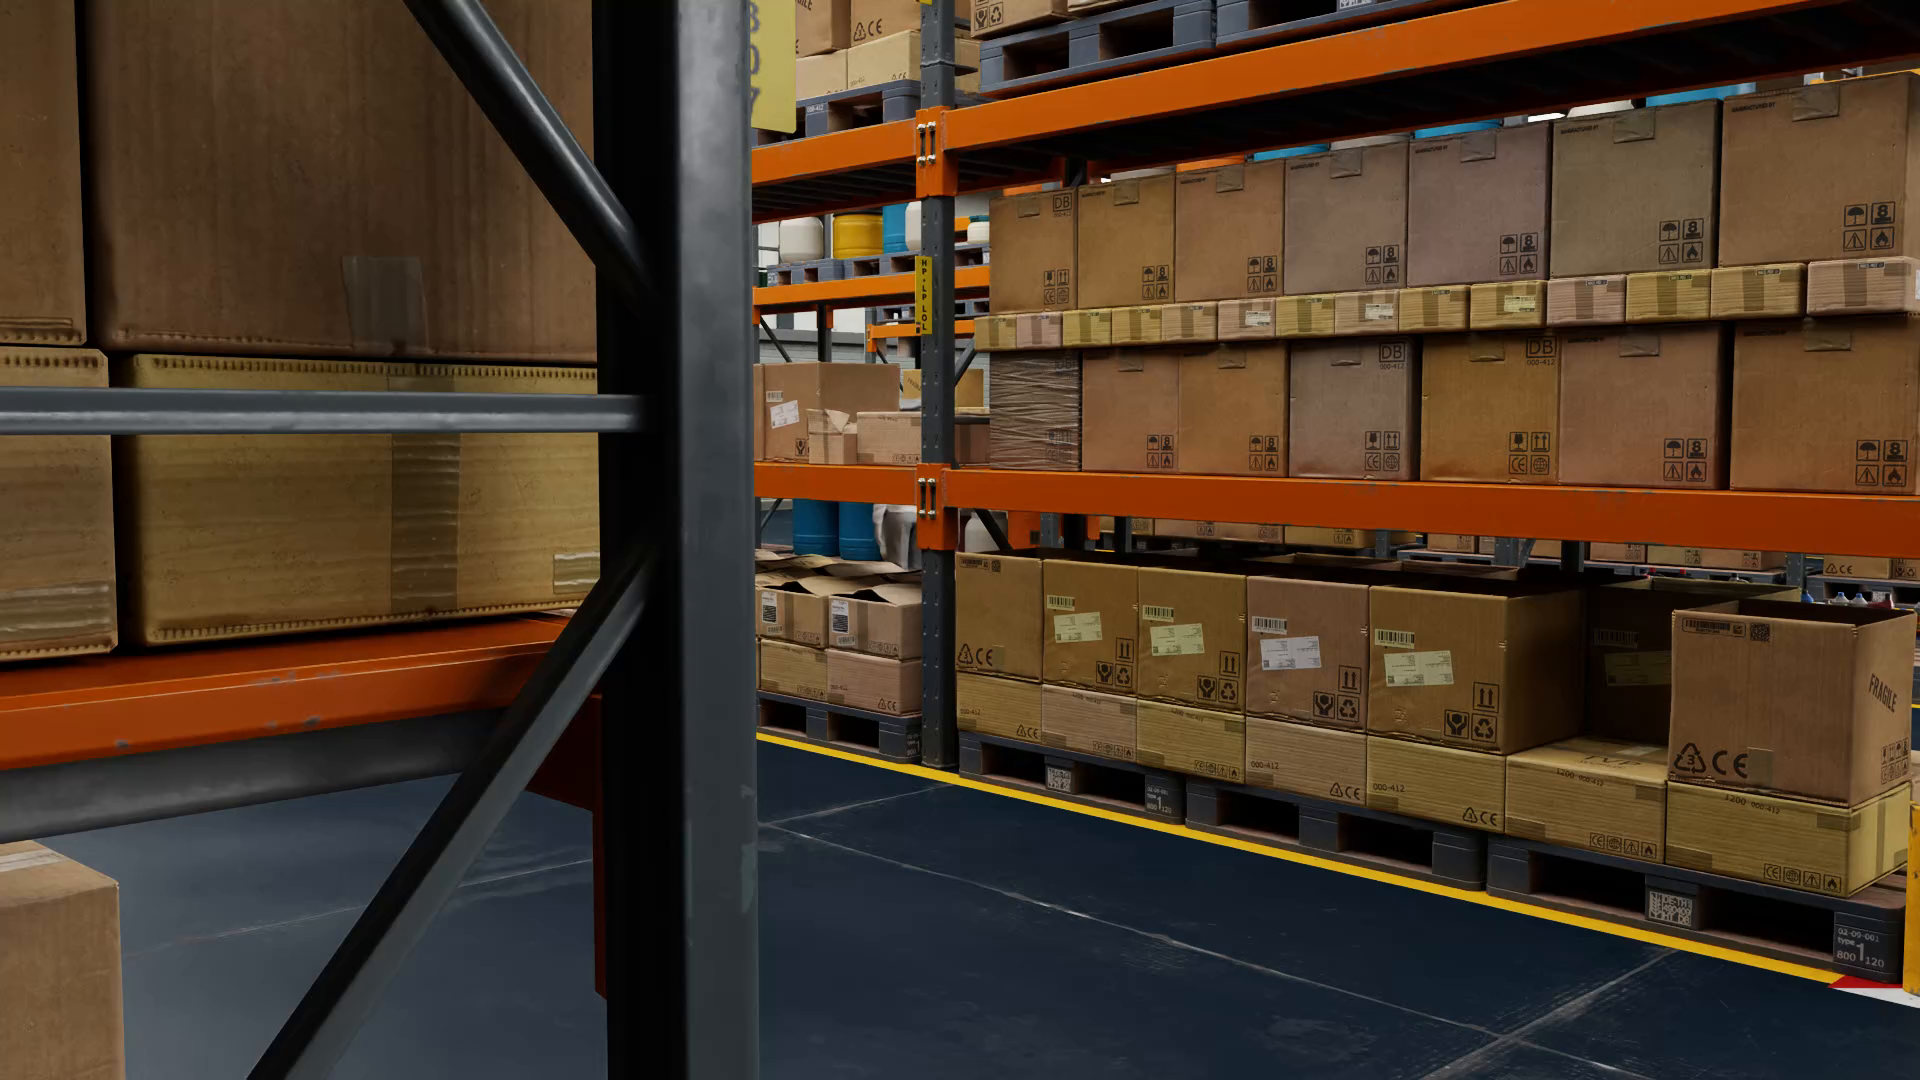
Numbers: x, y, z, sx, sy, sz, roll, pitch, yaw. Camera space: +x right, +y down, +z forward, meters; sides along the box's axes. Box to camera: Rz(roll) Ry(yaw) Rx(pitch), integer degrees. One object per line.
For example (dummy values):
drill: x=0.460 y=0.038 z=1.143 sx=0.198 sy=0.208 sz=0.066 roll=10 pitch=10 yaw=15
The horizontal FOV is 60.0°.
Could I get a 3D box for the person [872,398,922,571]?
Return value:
person: x=-0.385 y=-0.136 z=11.348 sx=0.518 sy=1.663 sz=0.683 roll=-2 pitch=5 yaw=-29
